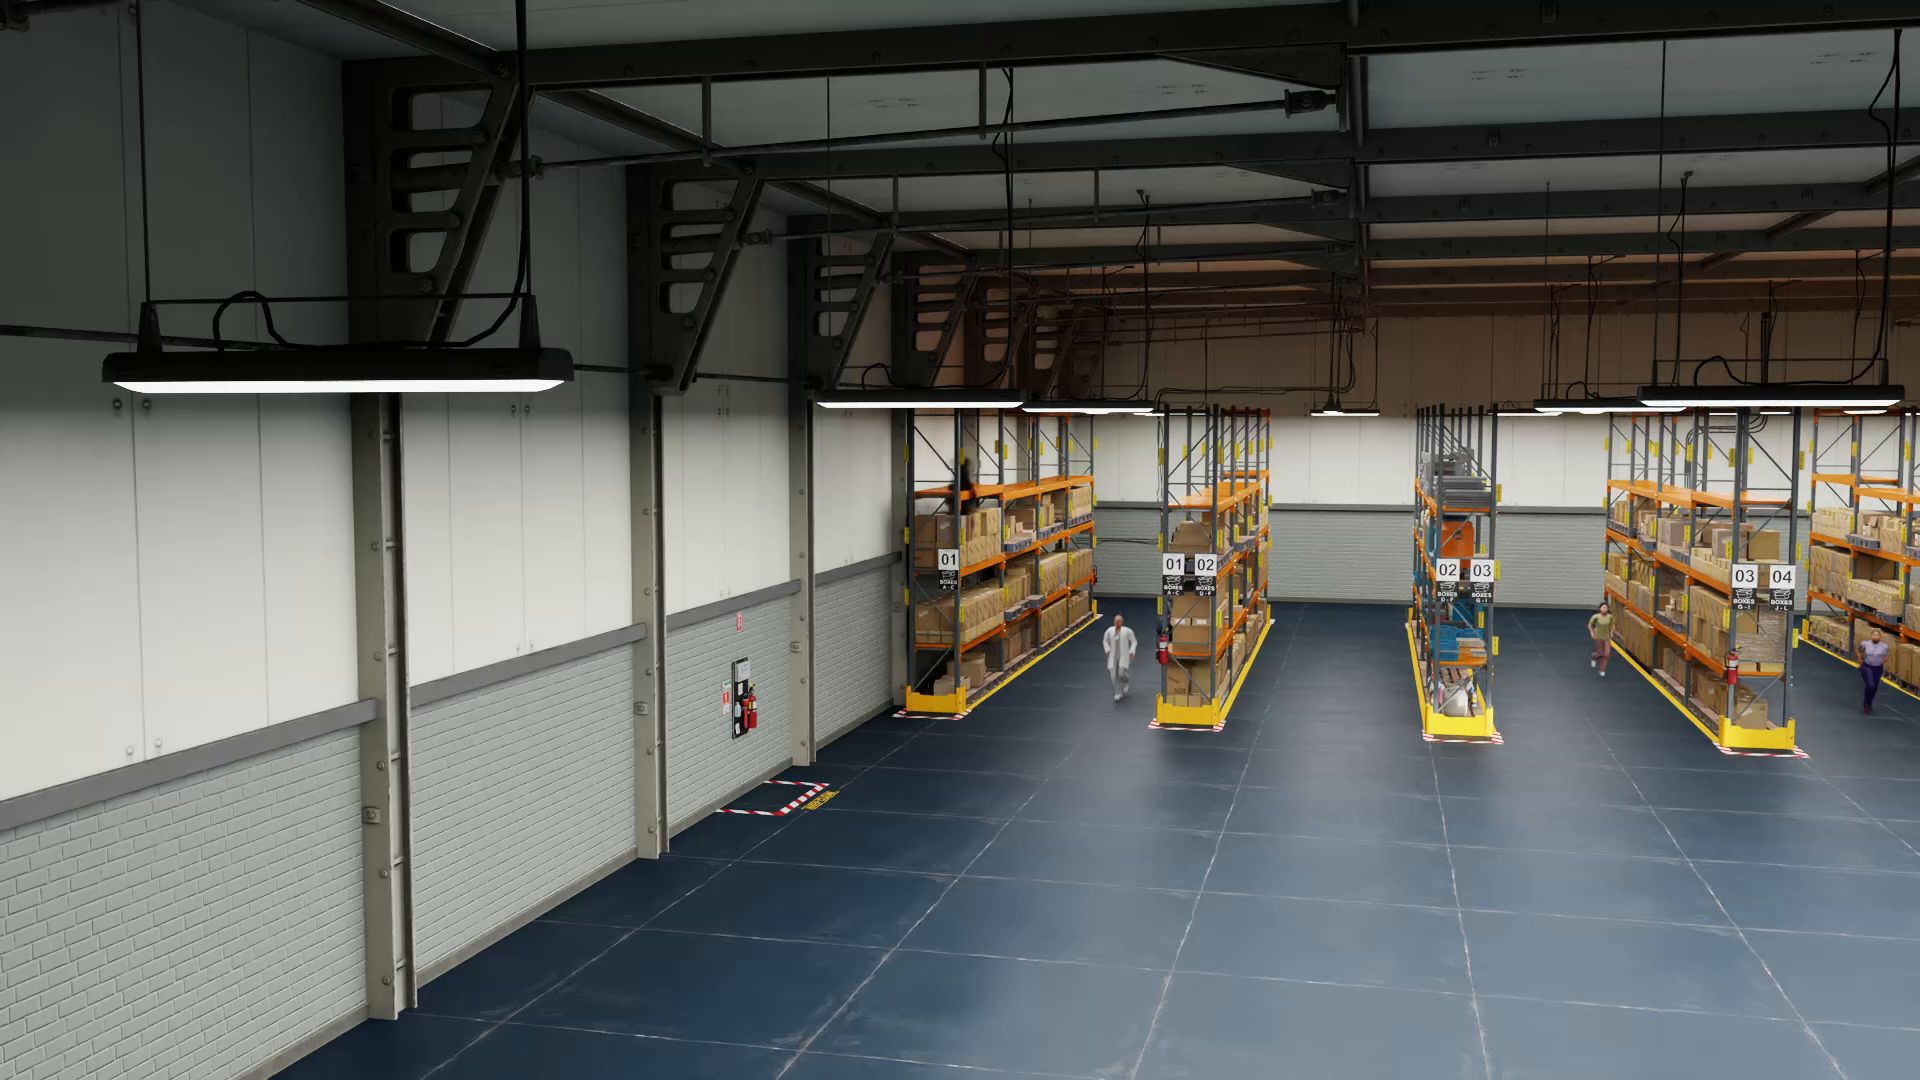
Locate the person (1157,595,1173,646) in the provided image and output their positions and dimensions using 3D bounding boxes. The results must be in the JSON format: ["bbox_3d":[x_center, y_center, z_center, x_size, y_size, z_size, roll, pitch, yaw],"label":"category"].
[{"bbox_3d":[5.118,2.004,41.024,0.540,1.401,1.010,3,5,31],"label":"person"}]

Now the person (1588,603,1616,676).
[{"bbox_3d":[14.422,2.208,37.364,0.592,1.624,0.616,0,4,1],"label":"person"}]

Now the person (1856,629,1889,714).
[{"bbox_3d":[17.805,2.571,32.429,0.493,1.653,0.801,0,4,4],"label":"person"}]

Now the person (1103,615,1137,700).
[{"bbox_3d":[3.249,2.393,33.975,0.699,1.724,0.667,1,4,17],"label":"person"}]
